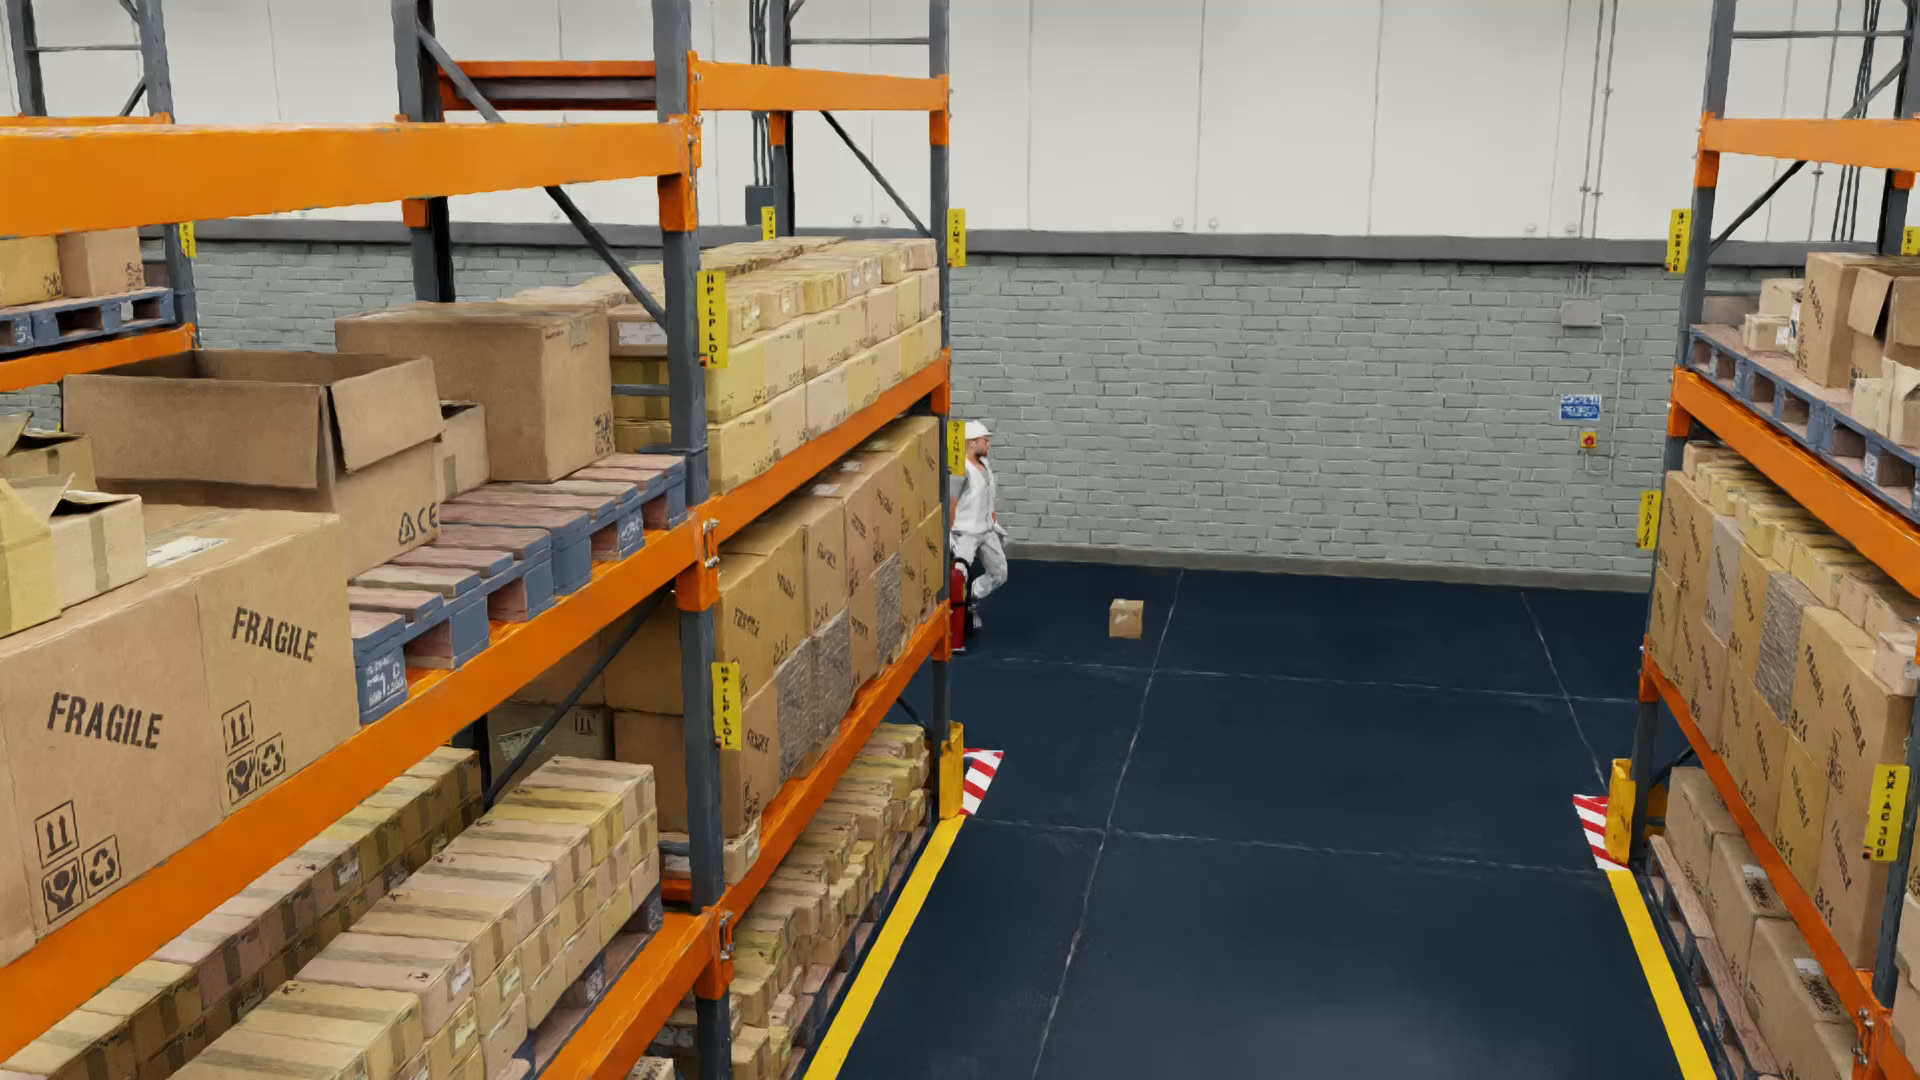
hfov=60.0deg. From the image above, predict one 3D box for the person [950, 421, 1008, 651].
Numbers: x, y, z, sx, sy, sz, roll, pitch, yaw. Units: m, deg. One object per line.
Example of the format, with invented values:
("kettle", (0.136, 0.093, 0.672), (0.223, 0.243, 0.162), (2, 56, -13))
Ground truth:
("person", (0.068, -0.045, 13.109), (0.475, 1.769, 0.670), (8, 16, 28))
